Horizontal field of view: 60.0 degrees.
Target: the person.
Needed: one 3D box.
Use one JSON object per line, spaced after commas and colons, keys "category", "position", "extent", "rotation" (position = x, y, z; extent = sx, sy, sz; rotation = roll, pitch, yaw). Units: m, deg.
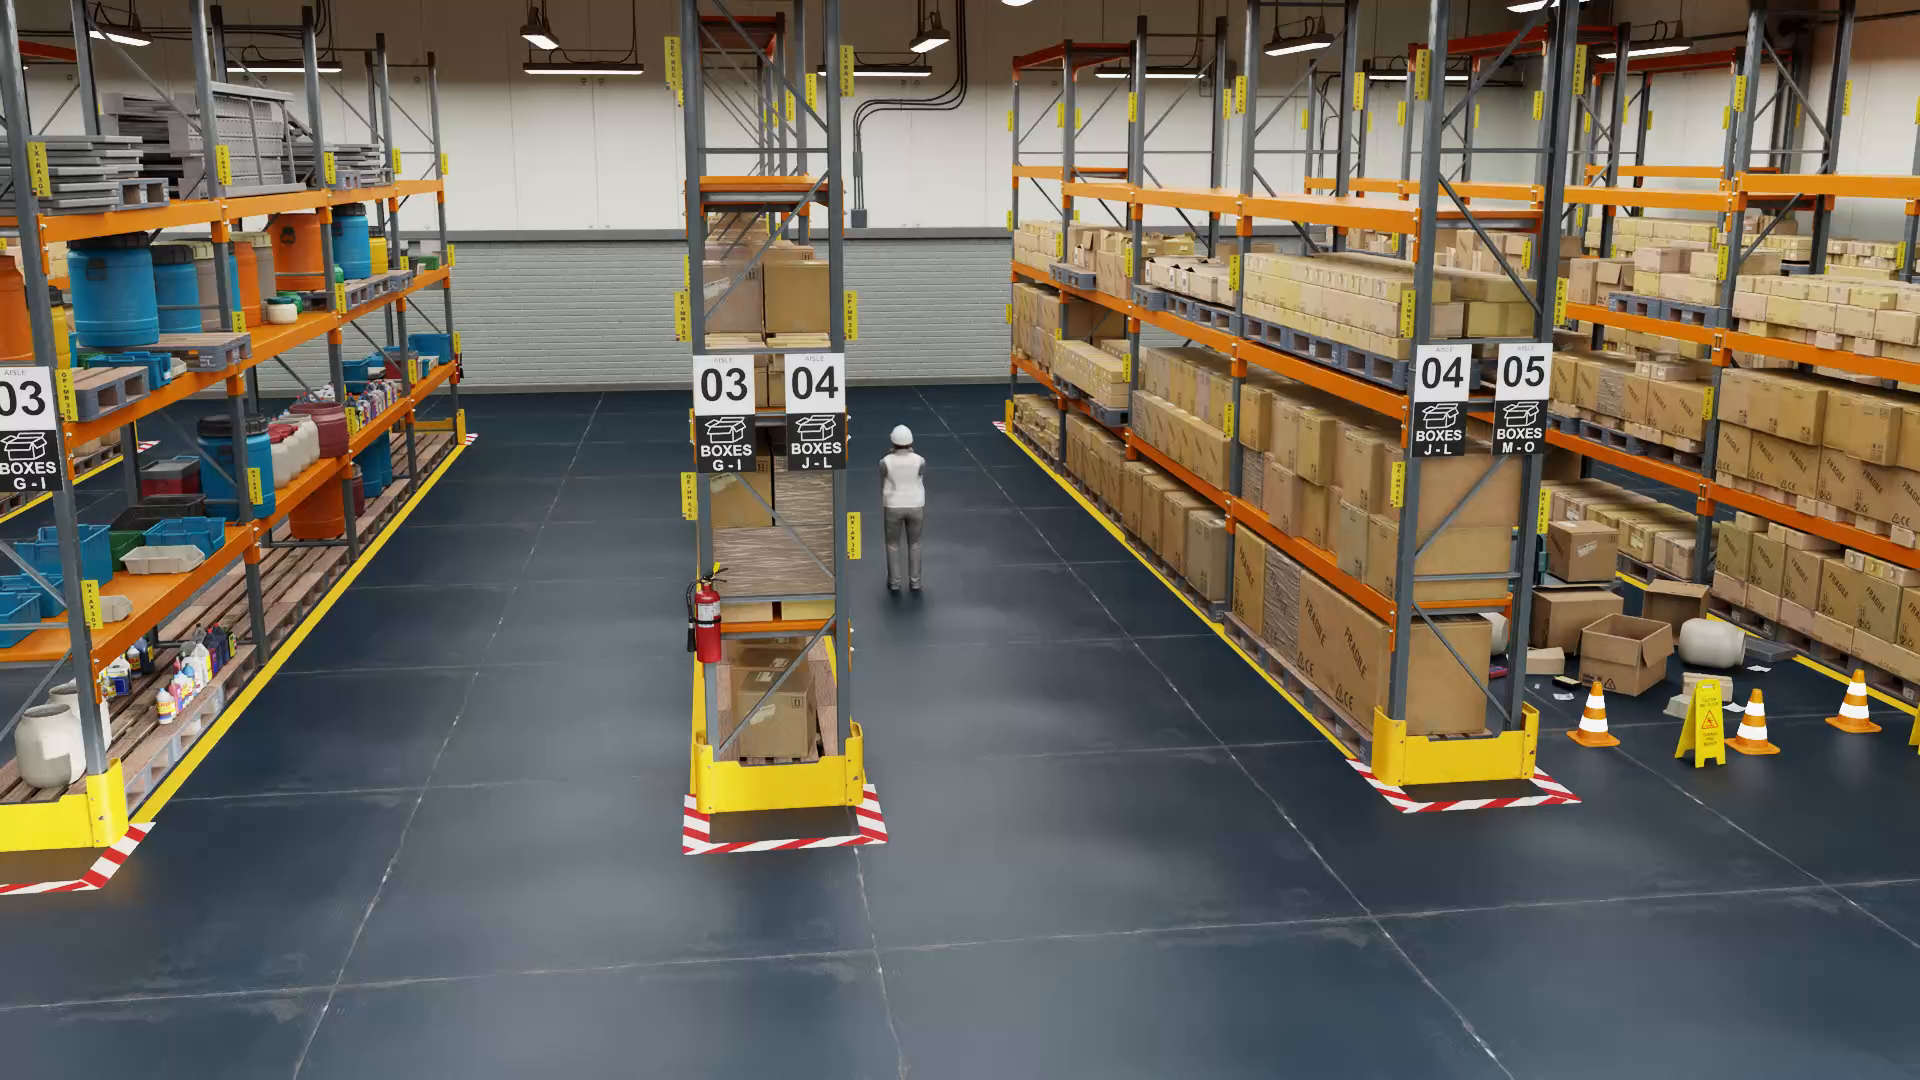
{"category": "person", "position": [-3.902, -2.163, 16.319], "extent": [7.118, 5.808, 11.419], "rotation": [-2, 13, -8]}
